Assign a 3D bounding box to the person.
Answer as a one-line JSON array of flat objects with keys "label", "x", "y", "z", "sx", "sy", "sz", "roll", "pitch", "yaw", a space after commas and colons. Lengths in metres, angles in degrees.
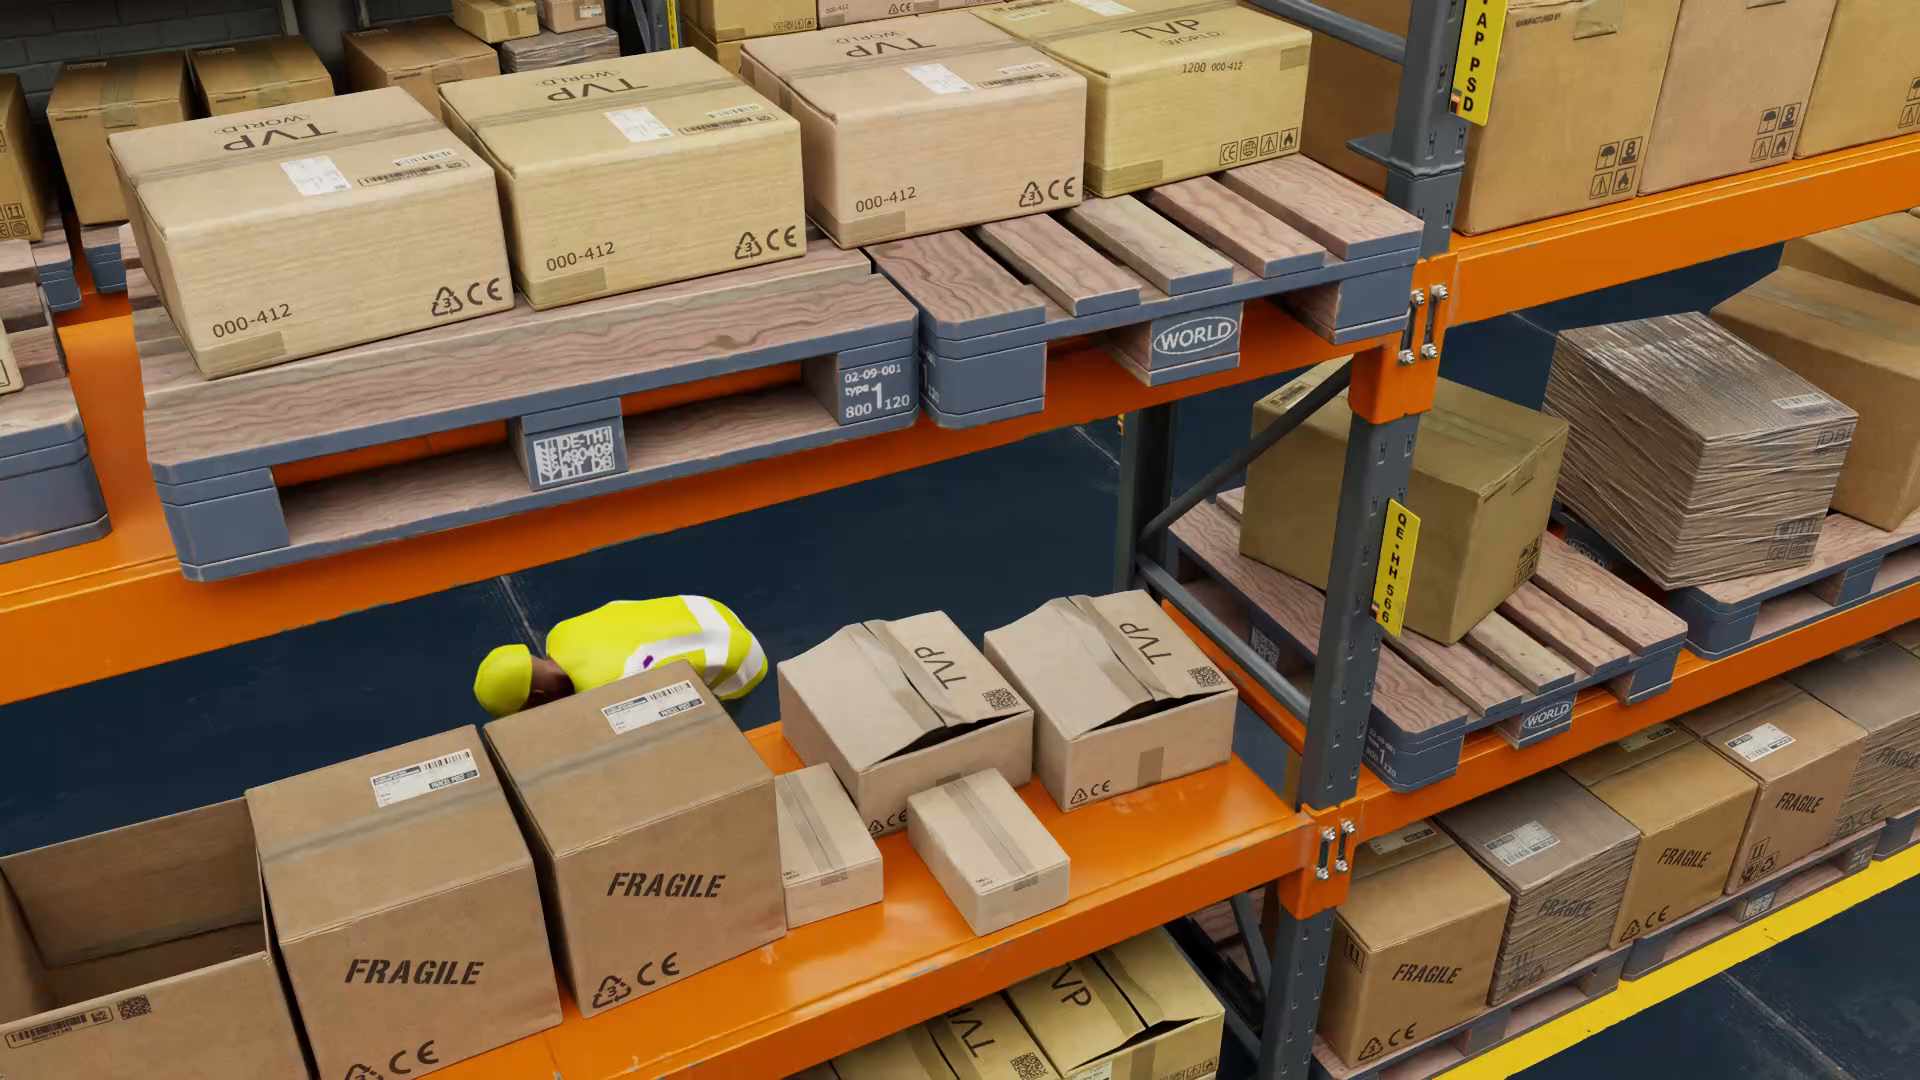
[{"label": "person", "x": -1.119, "y": 0.692, "z": 5.684, "sx": 0.965, "sy": 1.072, "sz": 0.510, "roll": -18, "pitch": 37, "yaw": -26}]
